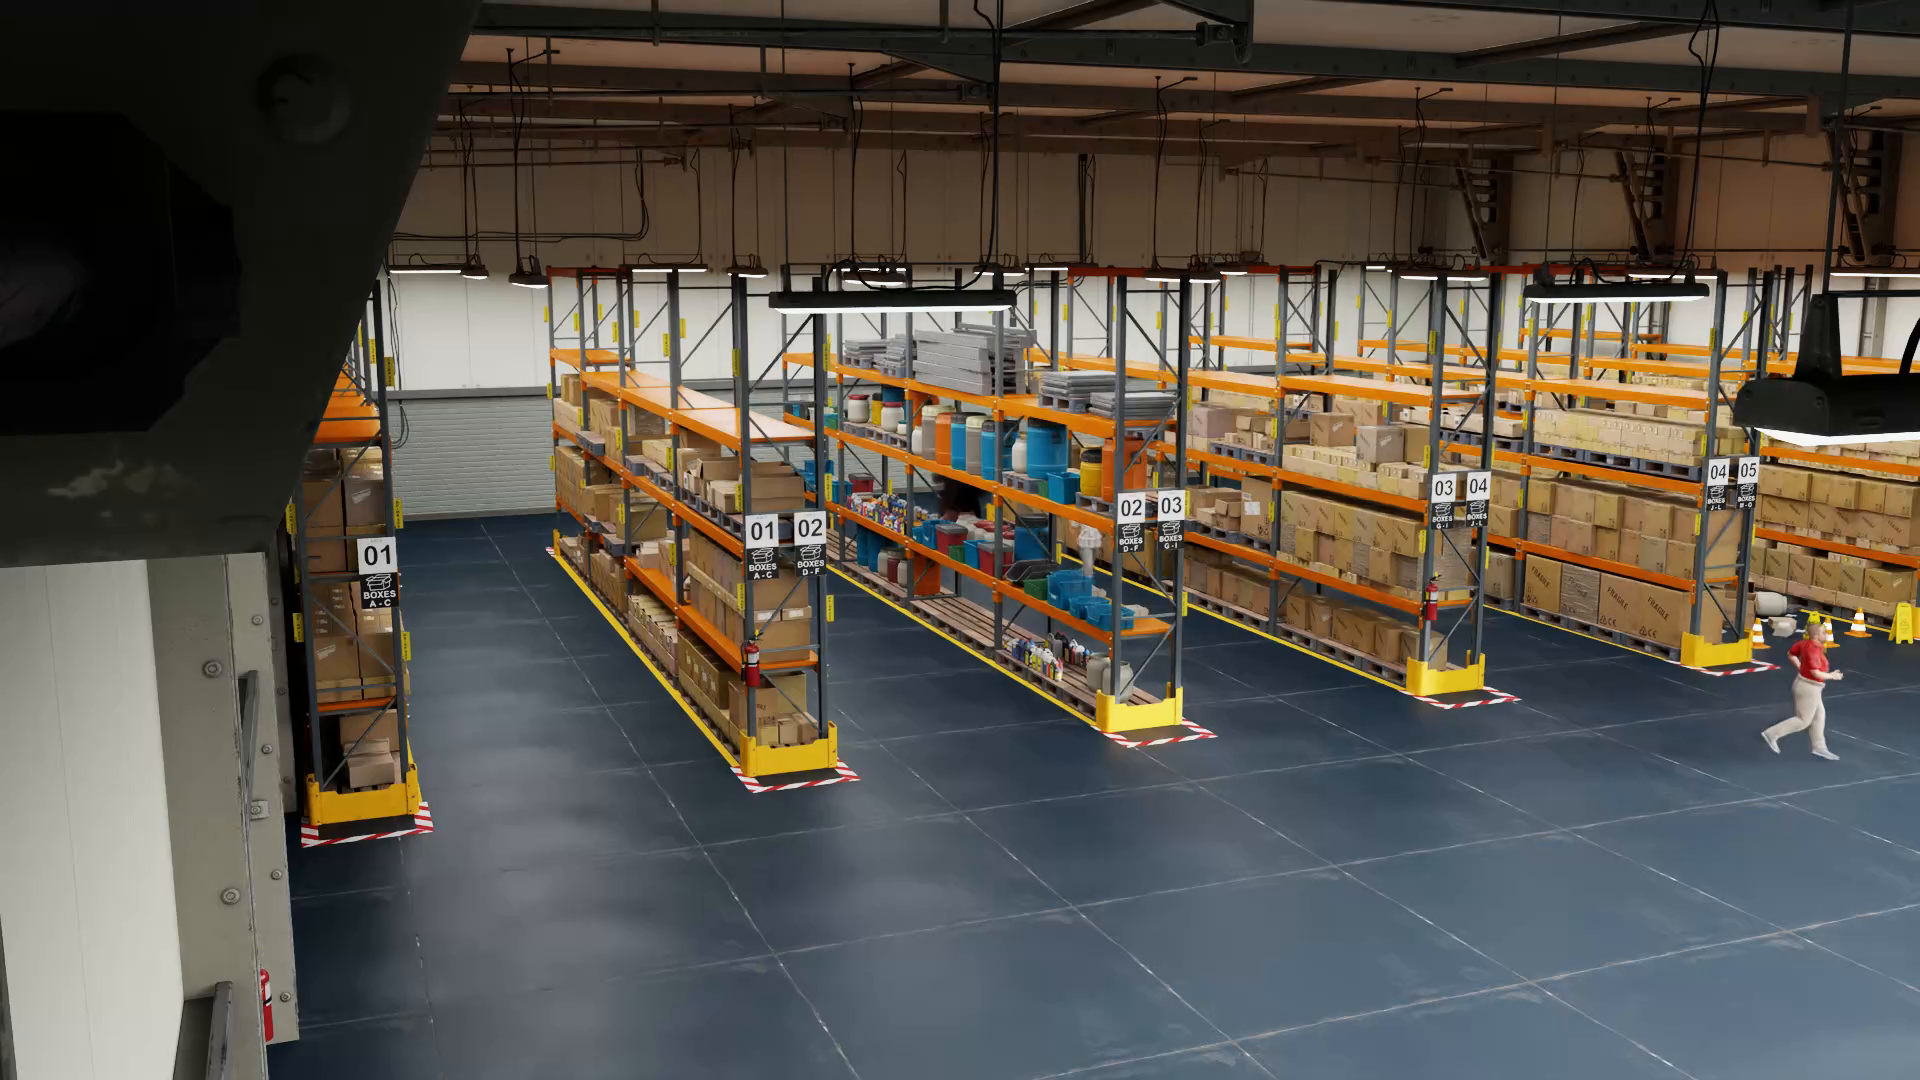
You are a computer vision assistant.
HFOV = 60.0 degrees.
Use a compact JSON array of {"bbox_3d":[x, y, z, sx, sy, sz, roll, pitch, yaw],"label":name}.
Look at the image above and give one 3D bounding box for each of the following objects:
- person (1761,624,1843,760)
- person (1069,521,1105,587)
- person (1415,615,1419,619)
[{"bbox_3d":[10.575,1.900,20.842,0.966,1.741,0.672,2,10,14],"label":"person"},{"bbox_3d":[2.289,0.146,29.222,0.601,1.693,0.843,-6,12,-31],"label":"person"},{"bbox_3d":[8.093,0.595,28.395,0.609,1.644,0.640,-6,12,-31],"label":"person"}]
